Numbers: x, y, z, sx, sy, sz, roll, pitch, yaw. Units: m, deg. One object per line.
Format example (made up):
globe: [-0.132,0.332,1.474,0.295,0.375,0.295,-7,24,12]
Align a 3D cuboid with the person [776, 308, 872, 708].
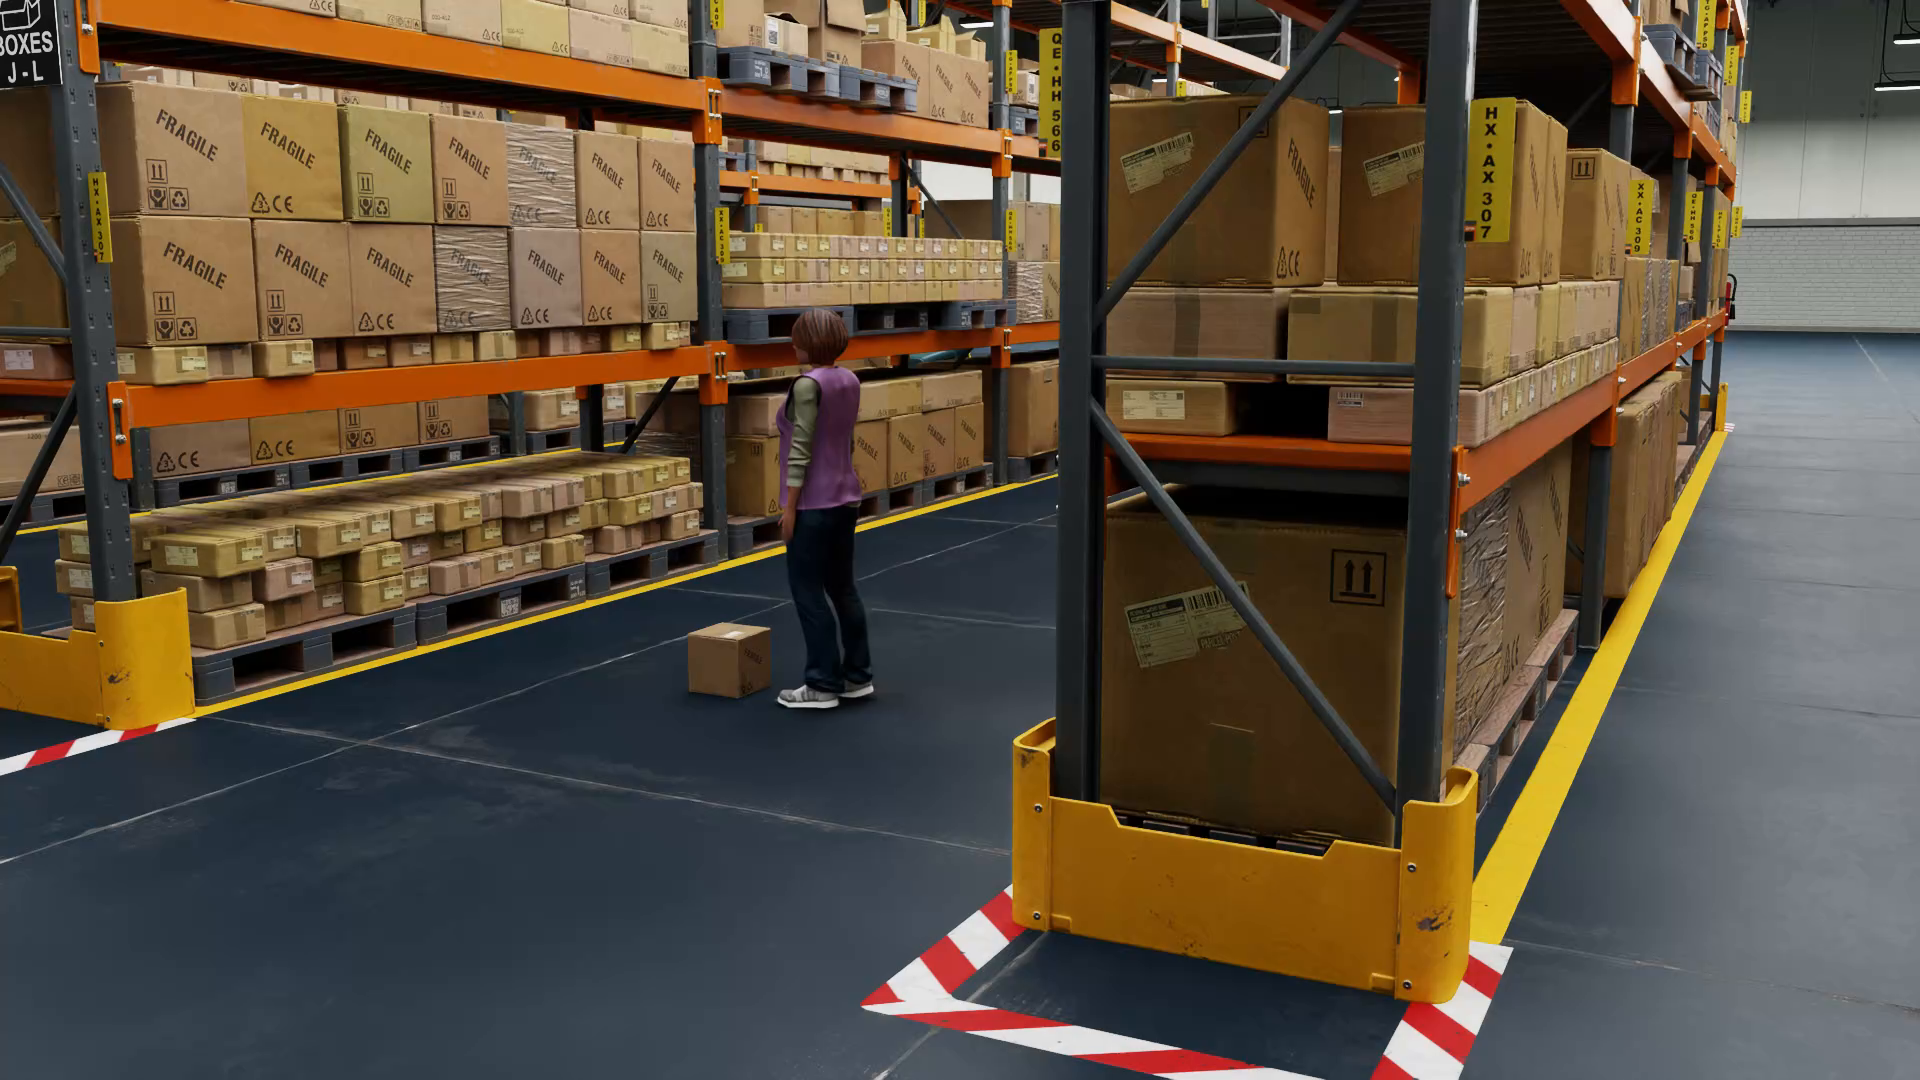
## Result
person: [-0.556,-0.111,6.653,0.319,1.618,0.413,5,10,27]
